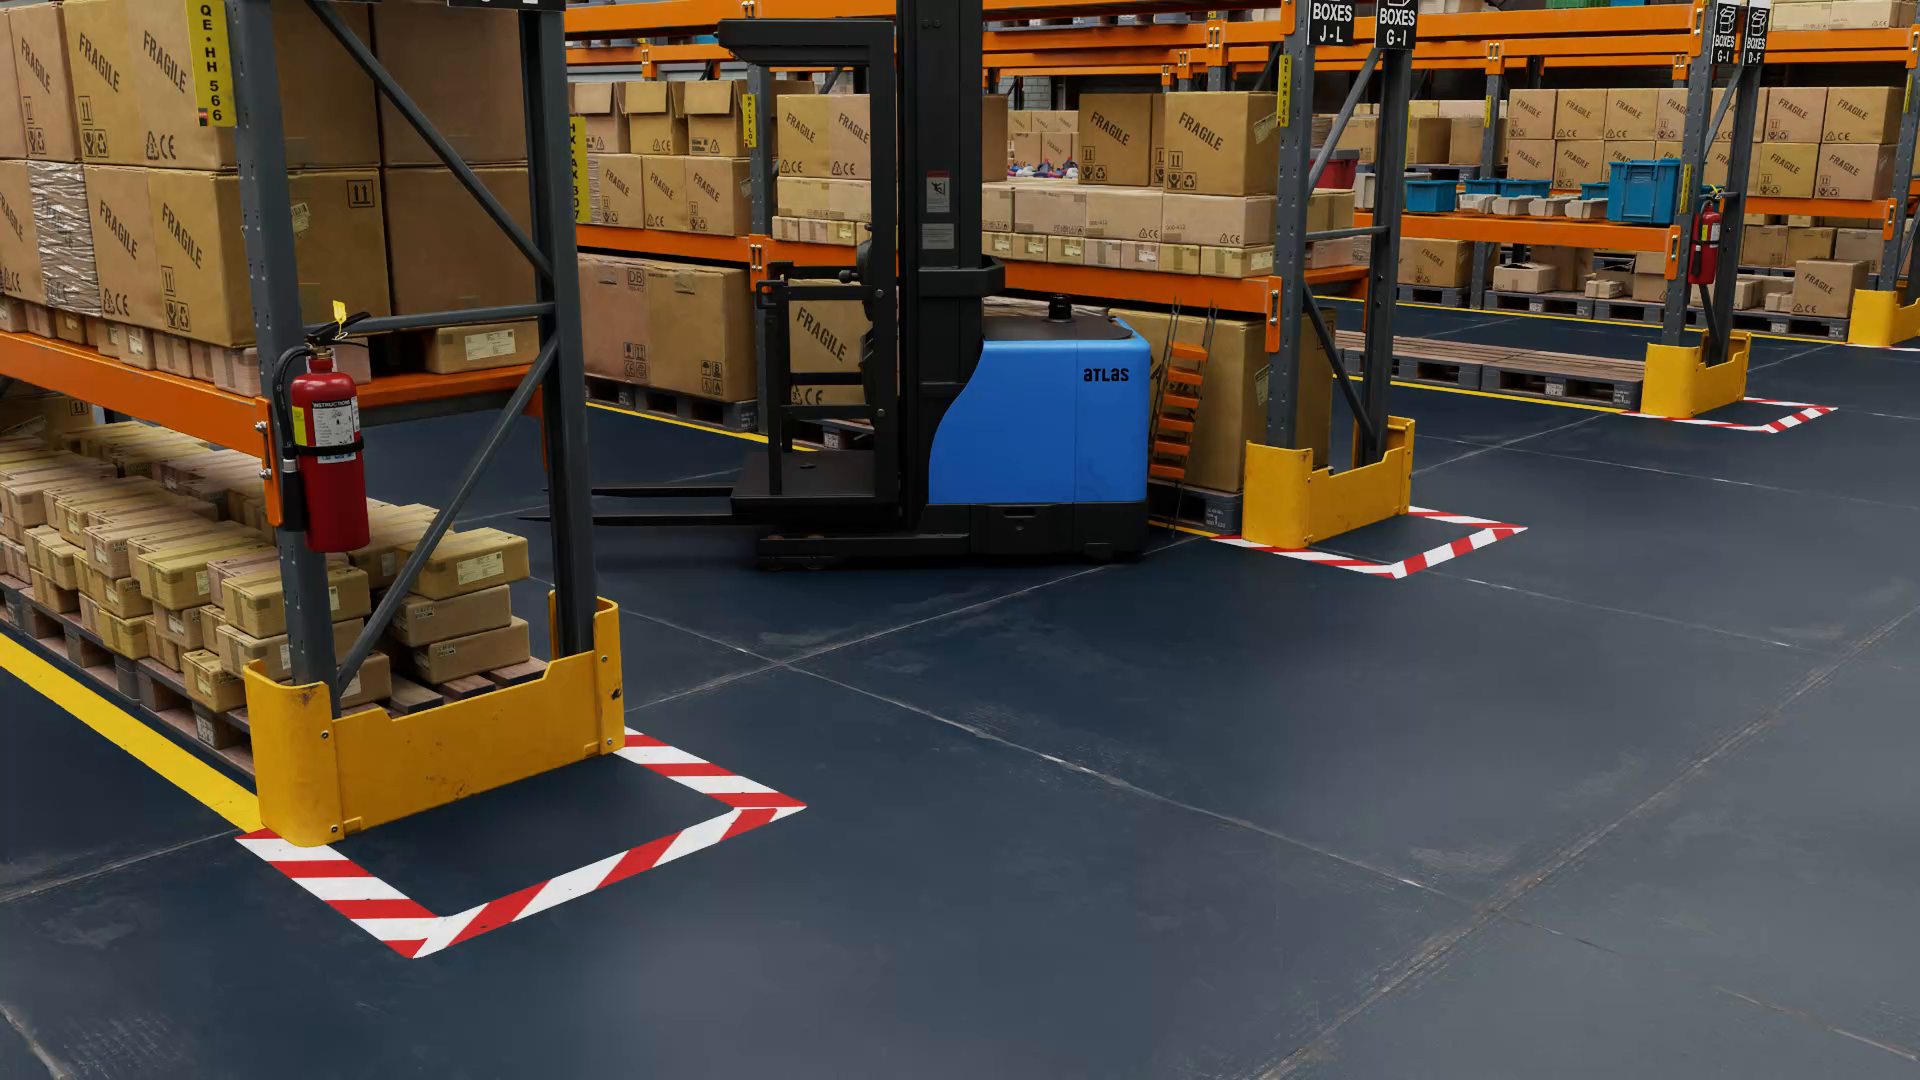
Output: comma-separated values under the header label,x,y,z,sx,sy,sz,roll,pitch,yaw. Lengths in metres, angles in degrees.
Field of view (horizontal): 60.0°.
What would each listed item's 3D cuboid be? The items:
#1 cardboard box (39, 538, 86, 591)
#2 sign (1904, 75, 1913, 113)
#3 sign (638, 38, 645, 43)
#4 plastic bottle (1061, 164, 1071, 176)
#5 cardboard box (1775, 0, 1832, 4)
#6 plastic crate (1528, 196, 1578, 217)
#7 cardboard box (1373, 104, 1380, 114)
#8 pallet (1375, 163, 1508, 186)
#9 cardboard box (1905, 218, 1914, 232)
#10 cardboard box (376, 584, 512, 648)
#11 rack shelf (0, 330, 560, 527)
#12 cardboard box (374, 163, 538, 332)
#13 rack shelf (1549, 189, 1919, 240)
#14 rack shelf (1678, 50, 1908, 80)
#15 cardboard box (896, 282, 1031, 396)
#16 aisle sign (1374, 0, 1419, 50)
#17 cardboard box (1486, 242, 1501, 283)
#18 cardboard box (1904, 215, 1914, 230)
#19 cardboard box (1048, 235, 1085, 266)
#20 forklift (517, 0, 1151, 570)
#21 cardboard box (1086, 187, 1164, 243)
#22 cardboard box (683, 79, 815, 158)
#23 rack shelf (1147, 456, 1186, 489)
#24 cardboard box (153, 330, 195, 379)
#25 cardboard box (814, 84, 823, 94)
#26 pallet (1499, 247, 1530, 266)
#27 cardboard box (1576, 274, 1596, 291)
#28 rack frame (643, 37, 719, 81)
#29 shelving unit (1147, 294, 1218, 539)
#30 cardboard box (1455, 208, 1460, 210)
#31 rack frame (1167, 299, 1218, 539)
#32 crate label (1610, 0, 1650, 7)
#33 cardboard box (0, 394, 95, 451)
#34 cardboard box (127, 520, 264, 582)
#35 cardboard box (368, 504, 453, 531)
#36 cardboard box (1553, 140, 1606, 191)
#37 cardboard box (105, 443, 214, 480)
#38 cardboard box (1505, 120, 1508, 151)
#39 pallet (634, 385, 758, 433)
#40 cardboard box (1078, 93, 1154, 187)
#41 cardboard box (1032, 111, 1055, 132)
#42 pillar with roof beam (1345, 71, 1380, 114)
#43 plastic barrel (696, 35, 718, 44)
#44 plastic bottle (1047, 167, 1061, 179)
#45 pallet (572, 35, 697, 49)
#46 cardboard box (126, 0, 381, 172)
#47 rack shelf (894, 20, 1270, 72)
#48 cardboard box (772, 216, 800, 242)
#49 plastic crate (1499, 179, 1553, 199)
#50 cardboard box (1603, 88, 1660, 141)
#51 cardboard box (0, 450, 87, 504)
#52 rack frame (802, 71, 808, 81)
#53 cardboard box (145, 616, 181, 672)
label,x,y,z,sx,sy,sz,roll,pitch,yaw
cardboard box,-3.323,0.066,6.460,0.250,0.149,0.380,14,20,43
sign,8.396,-3.951,14.724,0.005,0.325,0.100,14,20,42
sign,-3.674,-5.895,19.140,0.005,0.325,0.100,14,20,42
plastic bottle,1.039,-3.529,16.257,0.133,0.283,0.061,14,20,42
cardboard box,7.888,-5.087,15.364,0.500,0.250,0.500,14,20,42
plastic crate,4.443,-2.501,12.487,0.243,0.136,0.396,14,20,42
cardboard box,6.203,-6.265,24.171,0.250,0.149,0.380,11,18,35
pallet,5.416,-4.102,18.607,1.213,0.211,1.003,14,20,42
cardboard box,11.254,-3.681,19.448,0.380,0.149,0.250,-14,20,-43
cardboard box,-1.798,0.239,5.797,0.380,0.149,0.250,-14,20,-42
rack shelf,-3.038,-0.657,6.432,4.000,0.370,1.077,14,20,42
cardboard box,-1.730,-0.976,5.442,0.500,0.500,0.500,-13,20,-42
rack shelf,7.356,-3.337,16.718,4.000,0.370,1.077,14,20,42
rack shelf,10.791,-5.689,19.793,4.000,0.370,1.077,14,20,42
cardboard box,0.105,-1.125,10.183,0.875,0.875,0.875,14,20,42
aisle sign,2.177,-2.838,8.218,0.004,0.787,0.394,14,20,42
cardboard box,5.737,-3.167,18.725,0.500,0.500,0.500,13,19,40
cardboard box,11.342,-3.794,19.881,0.250,0.149,0.380,14,20,43
cardboard box,0.696,-1.597,9.112,0.250,0.149,0.380,13,20,41
forklift,-0.625,-1.411,8.034,3.031,2.935,1.130,-1,15,-3
cardboard box,1.019,-1.735,8.848,0.500,0.250,0.500,13,20,41
cardboard box,-1.428,-2.882,11.356,0.637,0.503,0.797,13,19,41
rack shelf,1.040,-0.351,8.481,0.180,0.103,0.258,9,15,-1
cardboard box,-2.374,-0.631,5.403,0.250,0.149,0.380,13,20,42
cardboard box,-1.975,-6.627,25.147,0.500,0.500,0.700,13,19,41
pallet,7.861,-3.921,23.060,1.213,0.211,1.003,14,20,42
cardboard box,6.835,-2.766,17.879,0.250,0.149,0.380,14,20,42
rack frame,-3.284,-4.537,19.895,0.127,3.000,1.000,14,20,42
shelving unit,1.083,-0.623,8.409,0.189,1.200,0.258,9,15,-1
cardboard box,6.910,-4.646,23.743,0.750,0.750,0.750,13,20,41
rack frame,1.173,-0.609,8.412,0.006,1.200,0.240,9,15,-1
crate label,4.915,-4.037,12.321,0.502,0.251,0.408,14,20,42
cardboard box,-4.826,-0.526,8.628,0.500,0.500,0.500,-14,20,-42
cardboard box,-2.714,0.053,5.921,0.250,0.149,0.380,13,19,40
cardboard box,-2.114,-0.014,6.178,0.250,0.149,0.380,14,20,42
cardboard box,6.465,-3.856,17.084,0.500,0.500,0.500,14,20,43
cardboard box,-3.513,-0.312,7.323,0.380,0.149,0.250,-14,20,-42
cardboard box,7.371,-5.525,22.861,0.500,0.500,0.500,14,20,42
pallet,-1.570,-1.010,11.889,1.213,0.211,1.003,14,20,42
cardboard box,1.022,-2.282,9.462,0.500,0.500,0.500,13,19,41
cardboard box,1.565,-7.017,28.185,0.500,0.500,0.500,13,19,40
pillar with roof beam,3.149,-8.141,21.831,0.400,9.000,9.100,14,20,42
plastic barrel,-2.767,-6.181,19.264,0.708,0.901,0.600,14,20,42
plastic bottle,0.879,-3.339,15.530,0.133,0.283,0.061,14,20,42
pallet,-3.871,-6.006,19.958,1.003,0.211,1.213,14,20,42
cardboard box,-2.101,-1.366,4.956,0.500,0.500,0.500,13,20,41
rack shelf,1.035,-4.590,15.578,4.000,0.370,1.077,14,20,42
cardboard box,-0.981,-2.004,10.673,0.250,0.149,0.380,14,20,42
plastic crate,4.458,-2.718,13.128,0.300,0.233,0.416,14,20,42
cardboard box,6.801,-4.254,16.627,0.500,0.500,0.500,13,19,41
cardboard box,-4.001,-0.275,7.178,0.250,0.149,0.380,13,20,41
rack frame,-2.723,-6.135,26.030,0.127,3.000,1.000,14,20,42
cardboard box,-2.695,0.338,6.009,0.250,0.149,0.380,14,20,43
